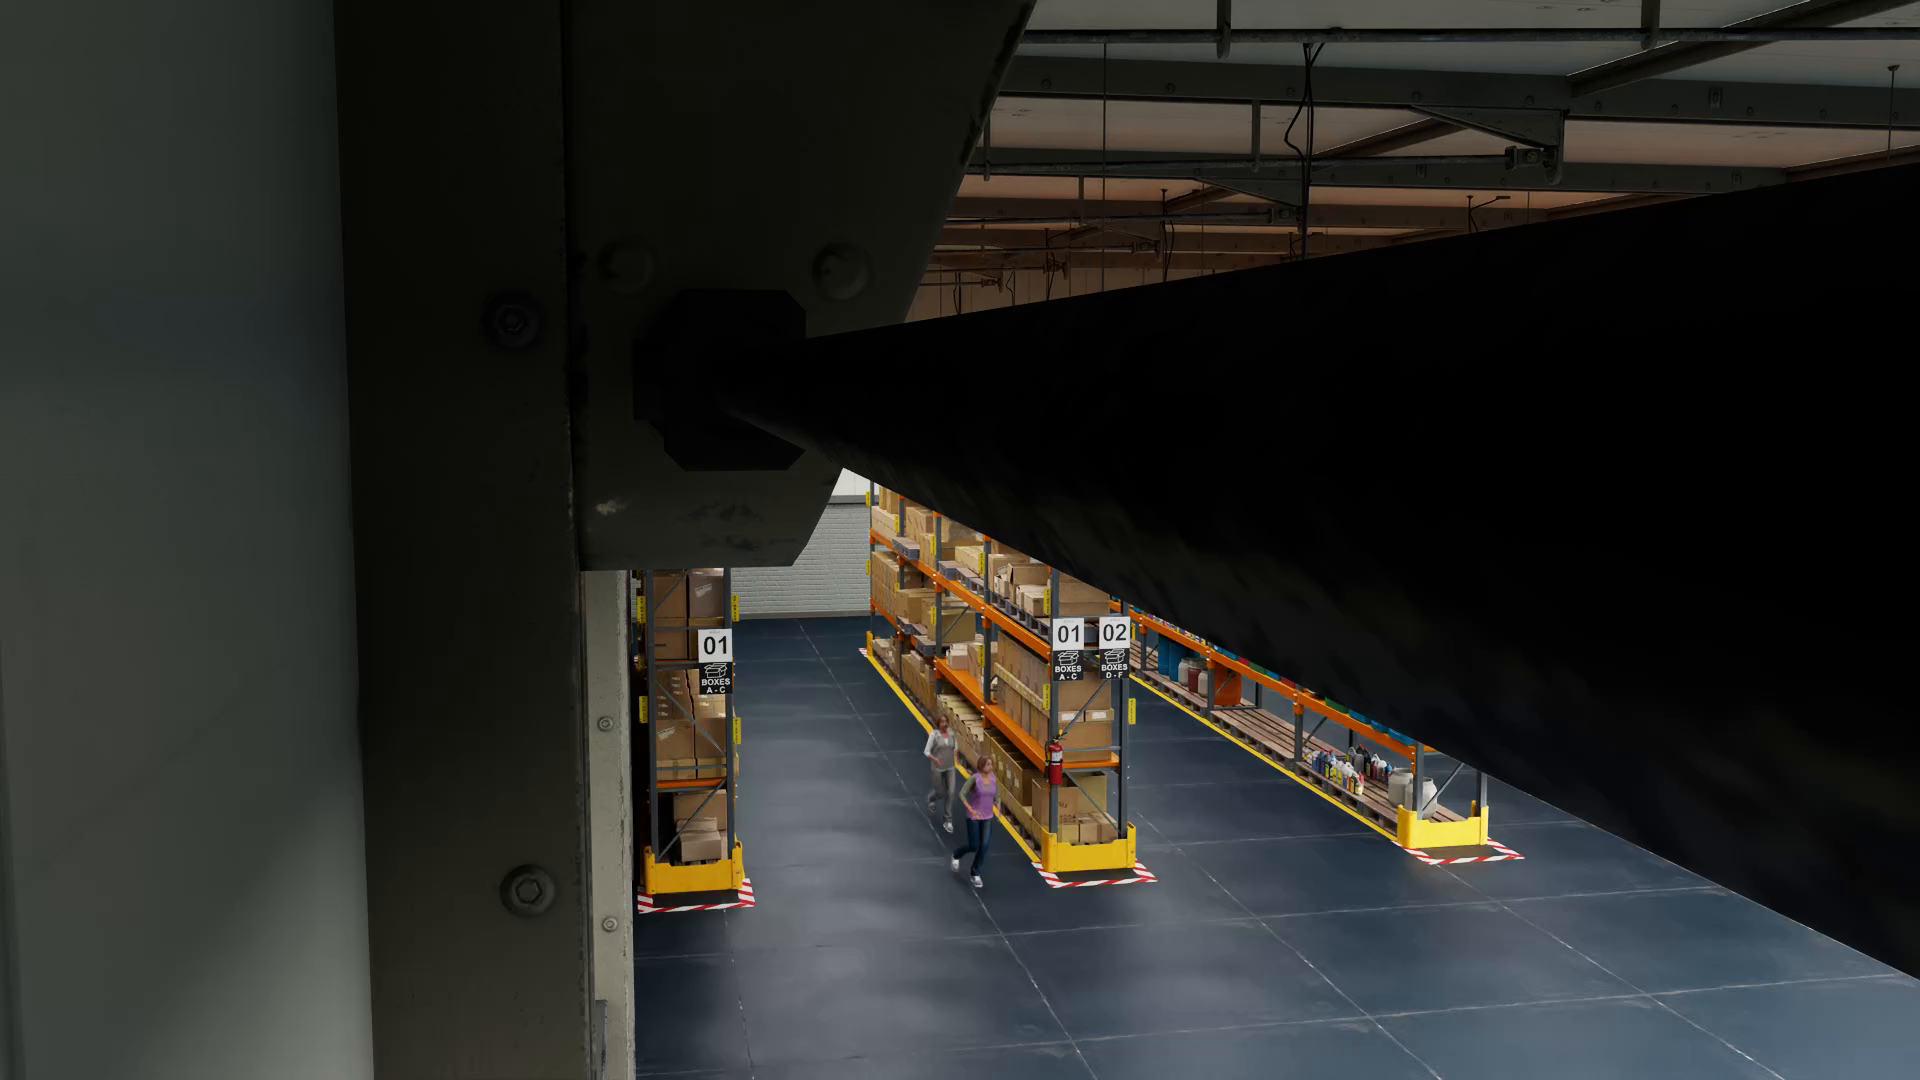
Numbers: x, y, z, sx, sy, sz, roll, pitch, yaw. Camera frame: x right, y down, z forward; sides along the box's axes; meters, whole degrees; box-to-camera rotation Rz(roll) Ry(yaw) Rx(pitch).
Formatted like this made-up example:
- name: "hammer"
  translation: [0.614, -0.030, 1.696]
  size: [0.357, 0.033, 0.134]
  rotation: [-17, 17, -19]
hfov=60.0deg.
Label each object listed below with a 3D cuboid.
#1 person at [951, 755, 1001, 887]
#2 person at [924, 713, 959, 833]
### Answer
- name: "person"
  translation: [0.247, 3.423, 20.536]
  size: [0.586, 1.565, 0.638]
  rotation: [-3, 7, -30]
- name: "person"
  translation: [-0.244, 3.163, 22.912]
  size: [0.538, 1.596, 0.812]
  rotation: [-2, 6, -20]
